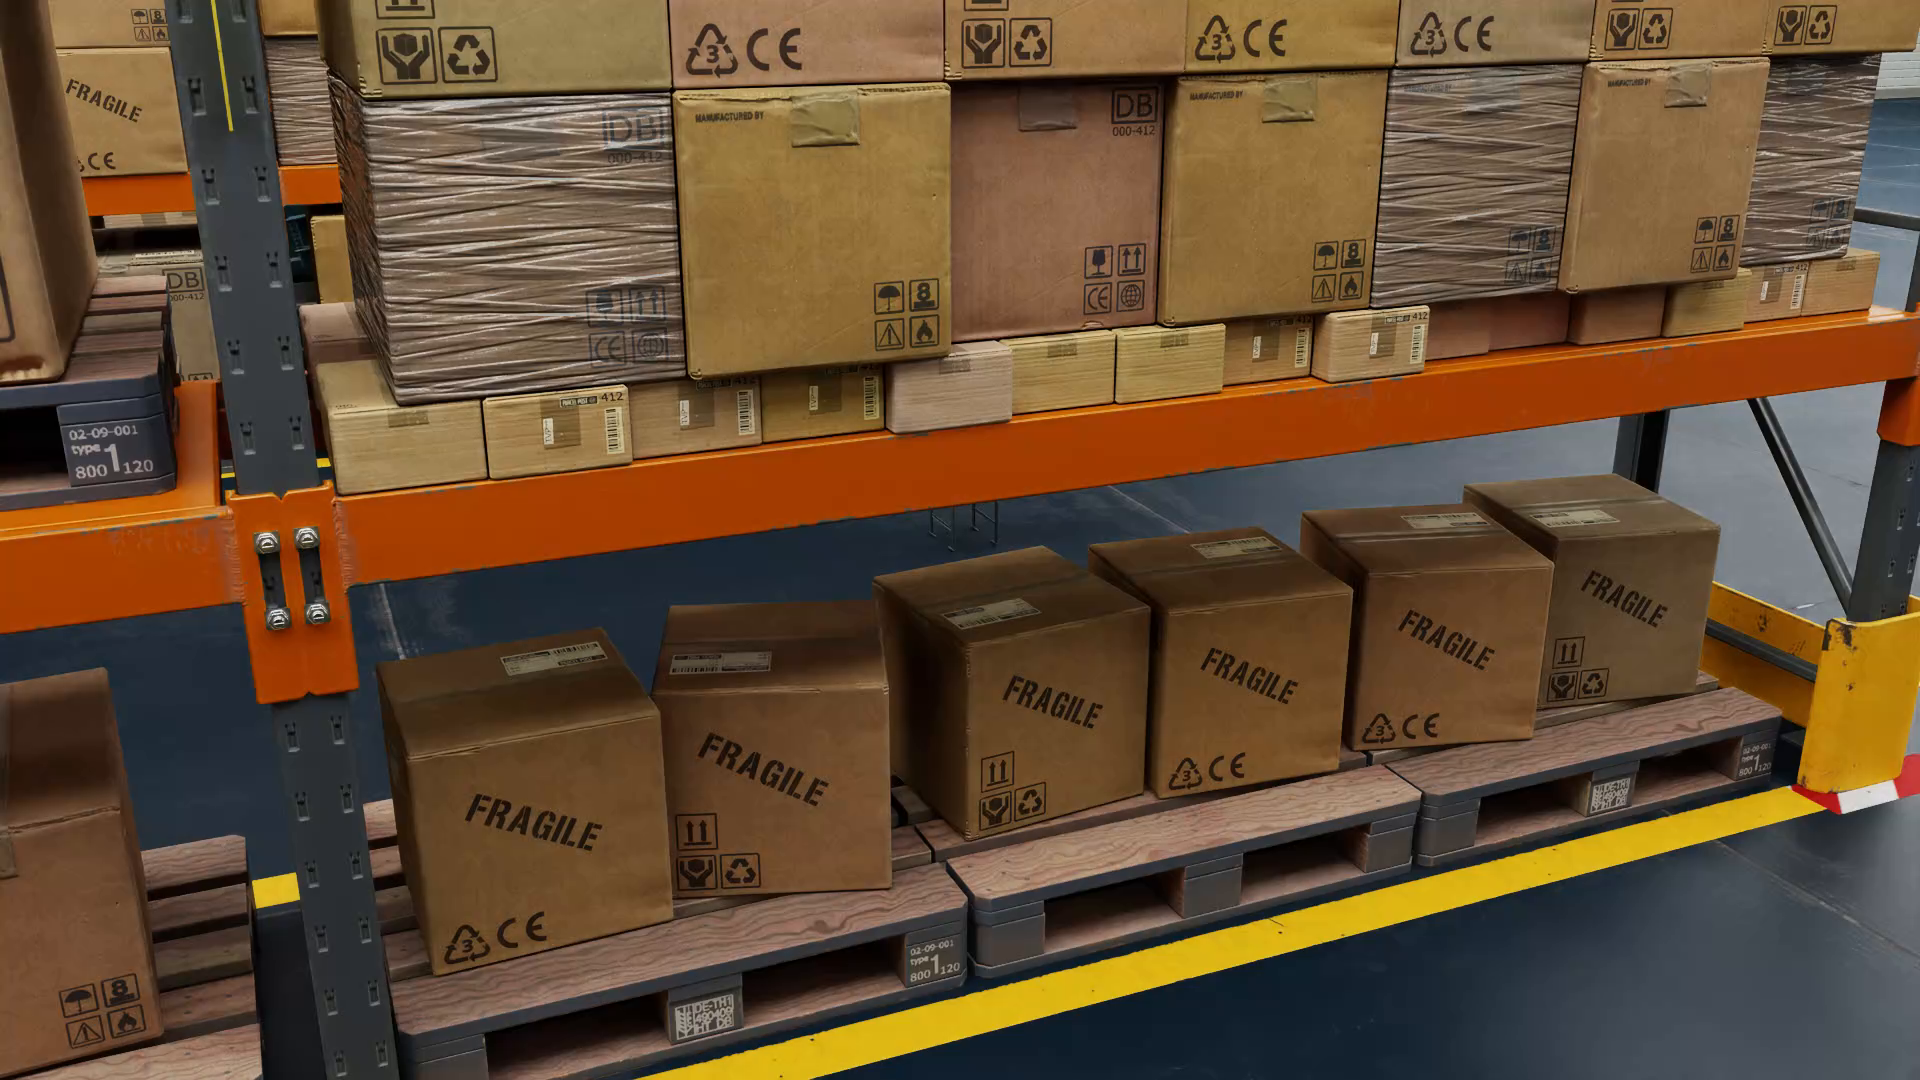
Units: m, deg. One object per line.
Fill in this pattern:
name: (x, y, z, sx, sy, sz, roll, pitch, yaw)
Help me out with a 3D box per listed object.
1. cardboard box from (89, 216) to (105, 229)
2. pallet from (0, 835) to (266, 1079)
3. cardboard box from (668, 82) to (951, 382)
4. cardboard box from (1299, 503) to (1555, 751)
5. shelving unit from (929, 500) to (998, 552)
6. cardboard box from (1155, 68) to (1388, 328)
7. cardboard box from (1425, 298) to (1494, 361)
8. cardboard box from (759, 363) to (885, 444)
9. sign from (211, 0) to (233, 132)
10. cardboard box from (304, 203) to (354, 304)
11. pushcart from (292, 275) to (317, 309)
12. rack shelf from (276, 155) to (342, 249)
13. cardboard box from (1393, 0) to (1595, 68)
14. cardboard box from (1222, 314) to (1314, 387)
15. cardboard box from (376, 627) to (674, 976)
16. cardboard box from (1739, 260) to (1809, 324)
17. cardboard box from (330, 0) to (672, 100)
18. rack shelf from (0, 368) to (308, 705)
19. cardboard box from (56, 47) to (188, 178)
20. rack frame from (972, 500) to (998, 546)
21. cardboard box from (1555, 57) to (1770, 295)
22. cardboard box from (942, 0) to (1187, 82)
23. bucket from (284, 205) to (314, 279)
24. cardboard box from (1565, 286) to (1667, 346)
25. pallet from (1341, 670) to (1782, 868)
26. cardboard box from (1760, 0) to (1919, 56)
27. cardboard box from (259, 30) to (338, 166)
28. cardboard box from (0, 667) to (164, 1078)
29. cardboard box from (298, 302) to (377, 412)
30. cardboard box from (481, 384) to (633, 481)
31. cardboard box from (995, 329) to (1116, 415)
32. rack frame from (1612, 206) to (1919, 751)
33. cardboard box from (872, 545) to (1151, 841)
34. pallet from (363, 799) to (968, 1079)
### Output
cardboard box: (-6.392, -2.213, 11.616, 0.625, 0.372, 0.950, -7, 21, -19)
pallet: (-2.041, 1.020, 3.307, 1.213, 0.211, 1.003, -8, 21, -22)
cardboard box: (-0.416, -0.681, 3.340, 0.500, 0.500, 0.875, -8, 21, -22)
cardboard box: (1.231, 0.223, 4.504, 0.500, 0.500, 0.500, -3, 20, -8)
shelving unit: (0.013, -0.568, 6.328, 0.189, 1.200, 0.258, -8, 21, -22)
cardboard box: (0.478, -0.830, 3.766, 0.500, 0.500, 0.875, -8, 21, -22)
cardboard box: (1.025, -0.536, 3.905, 0.250, 0.149, 0.380, -8, 21, -22)
cardboard box: (-0.331, -0.322, 3.298, 0.250, 0.149, 0.380, -8, 21, -22)
sign: (-1.104, -0.775, 2.464, 0.005, 0.325, 0.100, -8, 21, -22)
cardboard box: (-2.594, -1.181, 7.927, 0.875, 0.875, 0.875, -8, 21, -21)
pushcart: (-4.303, -1.494, 10.198, 0.936, 0.377, 1.648, -17, 26, -40)
rack shelf: (-1.362, -1.848, 8.336, 4.000, 0.370, 1.077, -8, 21, -22)
cardboard box: (1.022, -1.303, 3.602, 0.500, 0.500, 0.500, -8, 21, -22)
cardboard box: (0.573, -0.464, 3.702, 0.250, 0.149, 0.380, -8, 21, -22)
cardboard box: (-0.944, 0.543, 3.596, 0.500, 0.500, 0.500, -9, 21, -24)
cardboard box: (1.936, -0.672, 4.294, 0.250, 0.149, 0.380, -8, 21, -22)
cardboard box: (-0.813, -1.039, 2.852, 0.500, 0.500, 0.500, -8, 21, -22)
rack shelf: (-3.163, 0.205, 2.508, 4.000, 0.370, 1.077, -8, 21, -22)
cardboard box: (-3.572, -1.821, 7.026, 0.500, 0.500, 0.500, -8, 21, -22)
rack frame: (0.097, -0.580, 6.362, 0.006, 1.200, 0.240, -8, 21, -22)
cardboard box: (1.418, -0.945, 4.092, 0.500, 0.500, 0.875, -8, 21, -22)
cardboard box: (0.105, -1.171, 3.226, 0.500, 0.500, 0.500, -8, 21, -22)
bucket: (-3.987, -1.818, 9.808, 0.620, 0.611, 0.726, -11, 20, 0)
cardboard box: (1.491, -0.596, 4.076, 0.250, 0.149, 0.380, -8, 21, -22)
pallet: (1.516, 0.497, 4.792, 1.213, 0.211, 1.003, -8, 21, -22)
cardboard box: (1.939, -1.435, 3.979, 0.500, 0.500, 0.500, -8, 21, -22)
cardboard box: (-2.865, -2.047, 7.592, 0.550, 0.550, 0.875, -8, 21, -22)
cardboard box: (-1.899, 0.648, 3.267, 0.500, 0.500, 0.700, -10, 22, -26)
cardboard box: (-1.246, -0.397, 3.512, 0.250, 0.149, 0.380, -8, 21, -22)
cardboard box: (-0.776, -0.245, 3.079, 0.250, 0.149, 0.380, -8, 21, -22)
cardboard box: (0.128, -0.388, 3.485, 0.250, 0.149, 0.380, -8, 21, -22)
rack frame: (2.346, -0.924, 4.630, 0.127, 3.000, 1.000, -8, 21, -22)
cardboard box: (0.118, 0.359, 4.116, 0.500, 0.500, 0.500, -10, 22, -27)
pallet: (-0.724, 0.818, 3.880, 1.213, 0.211, 1.003, -8, 21, -22)
